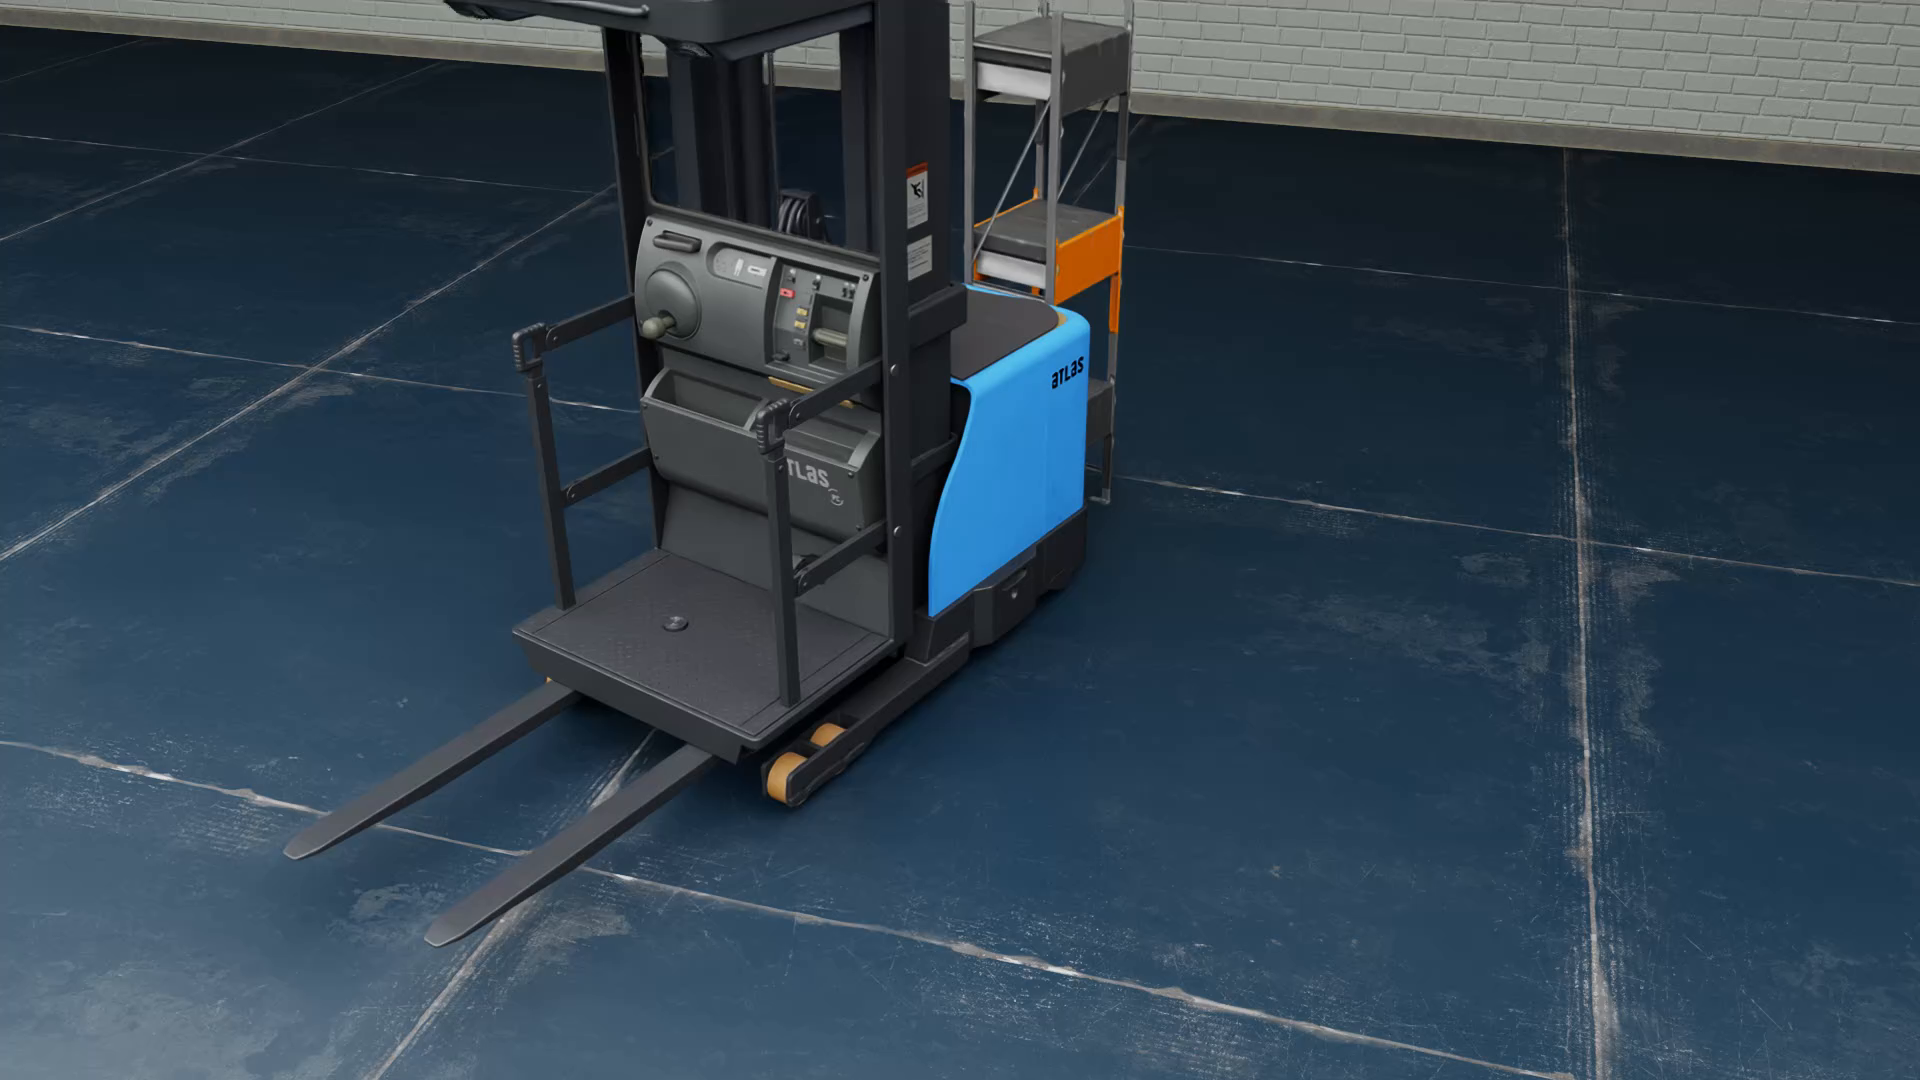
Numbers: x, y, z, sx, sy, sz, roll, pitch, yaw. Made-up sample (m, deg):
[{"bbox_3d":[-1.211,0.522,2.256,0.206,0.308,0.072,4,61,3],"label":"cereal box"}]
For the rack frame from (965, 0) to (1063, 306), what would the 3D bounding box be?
[{"bbox_3d":[0.185,-0.932,6.265,0.400,2.100,0.015,19,34,30],"label":"rack frame"}]

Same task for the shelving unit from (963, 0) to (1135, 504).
[{"bbox_3d":[0.325,-1.029,6.440,0.431,2.100,0.503,19,34,30],"label":"shelving unit"}]

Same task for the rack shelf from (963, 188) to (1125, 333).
[{"bbox_3d":[0.325,-1.017,6.446,0.431,0.518,0.480,19,34,30],"label":"rack shelf"}]

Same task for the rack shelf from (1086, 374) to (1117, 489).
[{"bbox_3d":[0.325,-0.405,6.787,0.431,0.518,0.480,19,34,30],"label":"rack shelf"}]

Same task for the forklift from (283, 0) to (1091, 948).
[{"bbox_3d":[-0.773,-0.710,5.011,1.130,2.935,3.031,19,34,30],"label":"forklift"}]

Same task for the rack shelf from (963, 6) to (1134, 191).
[{"bbox_3d":[0.325,-1.629,6.106,0.431,0.518,0.480,19,34,30],"label":"rack shelf"}]

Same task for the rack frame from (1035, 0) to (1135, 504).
[{"bbox_3d":[0.466,-1.126,6.614,0.400,2.100,0.015,19,34,30],"label":"rack frame"}]
